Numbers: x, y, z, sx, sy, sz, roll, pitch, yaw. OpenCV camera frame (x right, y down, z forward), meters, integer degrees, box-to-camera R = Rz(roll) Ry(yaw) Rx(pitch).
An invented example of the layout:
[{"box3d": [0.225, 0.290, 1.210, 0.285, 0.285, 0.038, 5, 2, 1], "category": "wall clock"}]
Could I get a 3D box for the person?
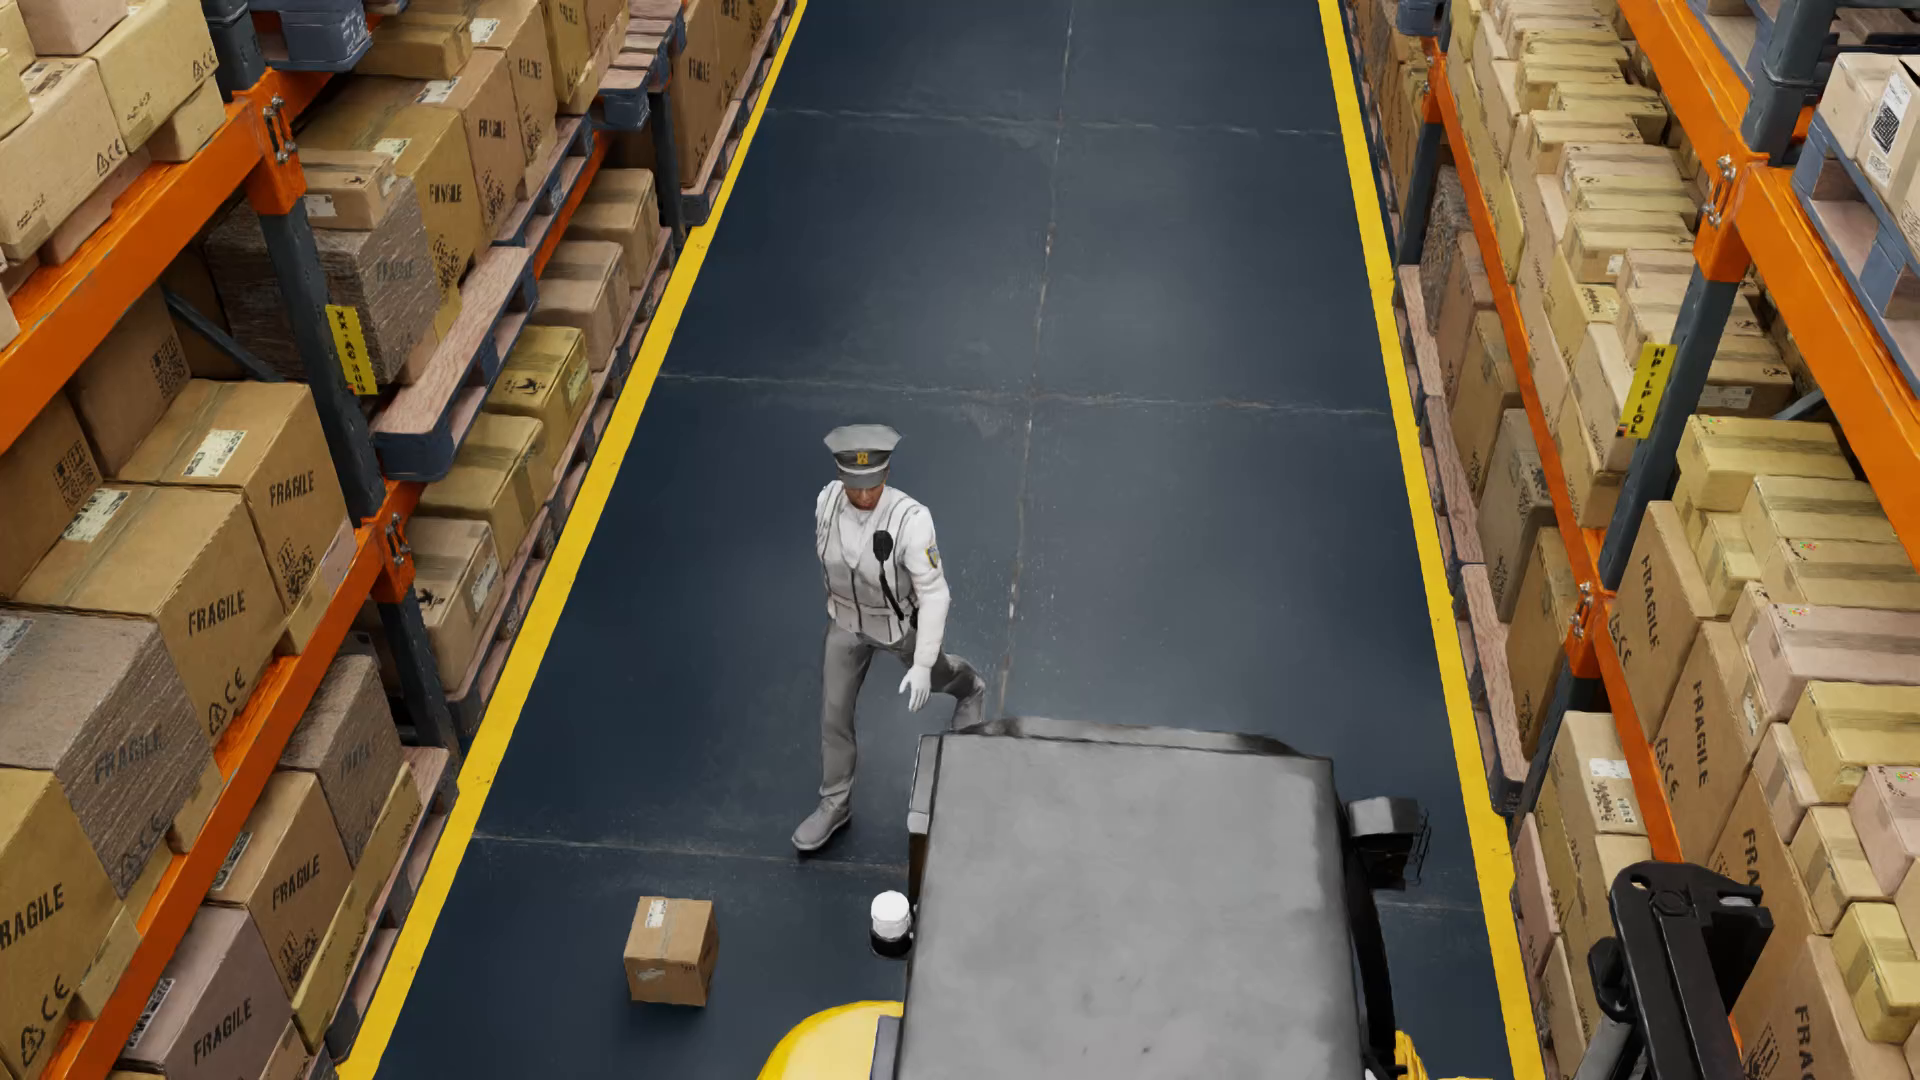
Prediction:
[{"box3d": [-0.268, 0.277, 5.826, 0.591, 1.627, 1.012, 17, 43, 19], "category": "person"}]
